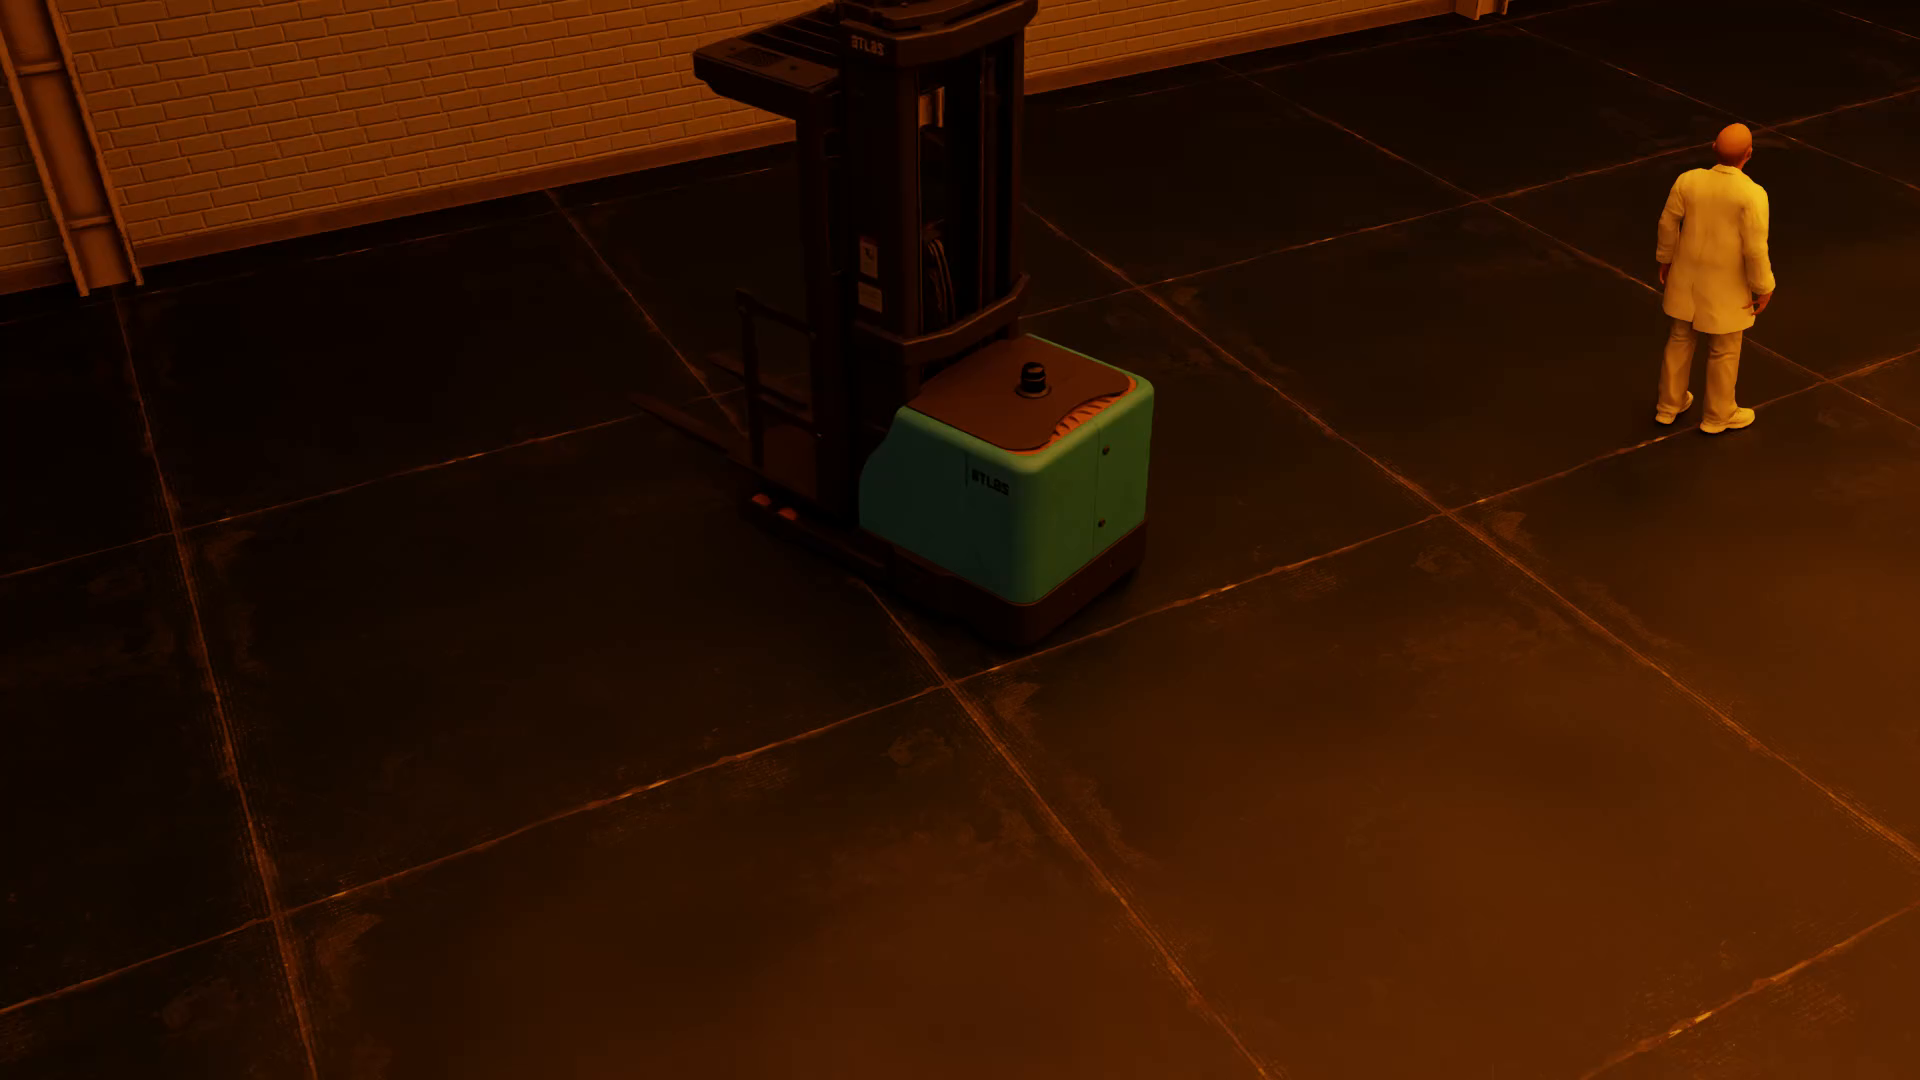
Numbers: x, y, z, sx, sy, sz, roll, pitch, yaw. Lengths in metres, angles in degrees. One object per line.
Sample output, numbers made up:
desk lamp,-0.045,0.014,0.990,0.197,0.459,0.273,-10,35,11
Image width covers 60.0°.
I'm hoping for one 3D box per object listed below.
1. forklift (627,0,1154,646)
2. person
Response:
forklift,-0.516,-1.408,8.115,3.031,2.935,1.130,26,43,32
person,4.185,-1.458,9.173,0.581,1.776,0.696,-23,41,-29
